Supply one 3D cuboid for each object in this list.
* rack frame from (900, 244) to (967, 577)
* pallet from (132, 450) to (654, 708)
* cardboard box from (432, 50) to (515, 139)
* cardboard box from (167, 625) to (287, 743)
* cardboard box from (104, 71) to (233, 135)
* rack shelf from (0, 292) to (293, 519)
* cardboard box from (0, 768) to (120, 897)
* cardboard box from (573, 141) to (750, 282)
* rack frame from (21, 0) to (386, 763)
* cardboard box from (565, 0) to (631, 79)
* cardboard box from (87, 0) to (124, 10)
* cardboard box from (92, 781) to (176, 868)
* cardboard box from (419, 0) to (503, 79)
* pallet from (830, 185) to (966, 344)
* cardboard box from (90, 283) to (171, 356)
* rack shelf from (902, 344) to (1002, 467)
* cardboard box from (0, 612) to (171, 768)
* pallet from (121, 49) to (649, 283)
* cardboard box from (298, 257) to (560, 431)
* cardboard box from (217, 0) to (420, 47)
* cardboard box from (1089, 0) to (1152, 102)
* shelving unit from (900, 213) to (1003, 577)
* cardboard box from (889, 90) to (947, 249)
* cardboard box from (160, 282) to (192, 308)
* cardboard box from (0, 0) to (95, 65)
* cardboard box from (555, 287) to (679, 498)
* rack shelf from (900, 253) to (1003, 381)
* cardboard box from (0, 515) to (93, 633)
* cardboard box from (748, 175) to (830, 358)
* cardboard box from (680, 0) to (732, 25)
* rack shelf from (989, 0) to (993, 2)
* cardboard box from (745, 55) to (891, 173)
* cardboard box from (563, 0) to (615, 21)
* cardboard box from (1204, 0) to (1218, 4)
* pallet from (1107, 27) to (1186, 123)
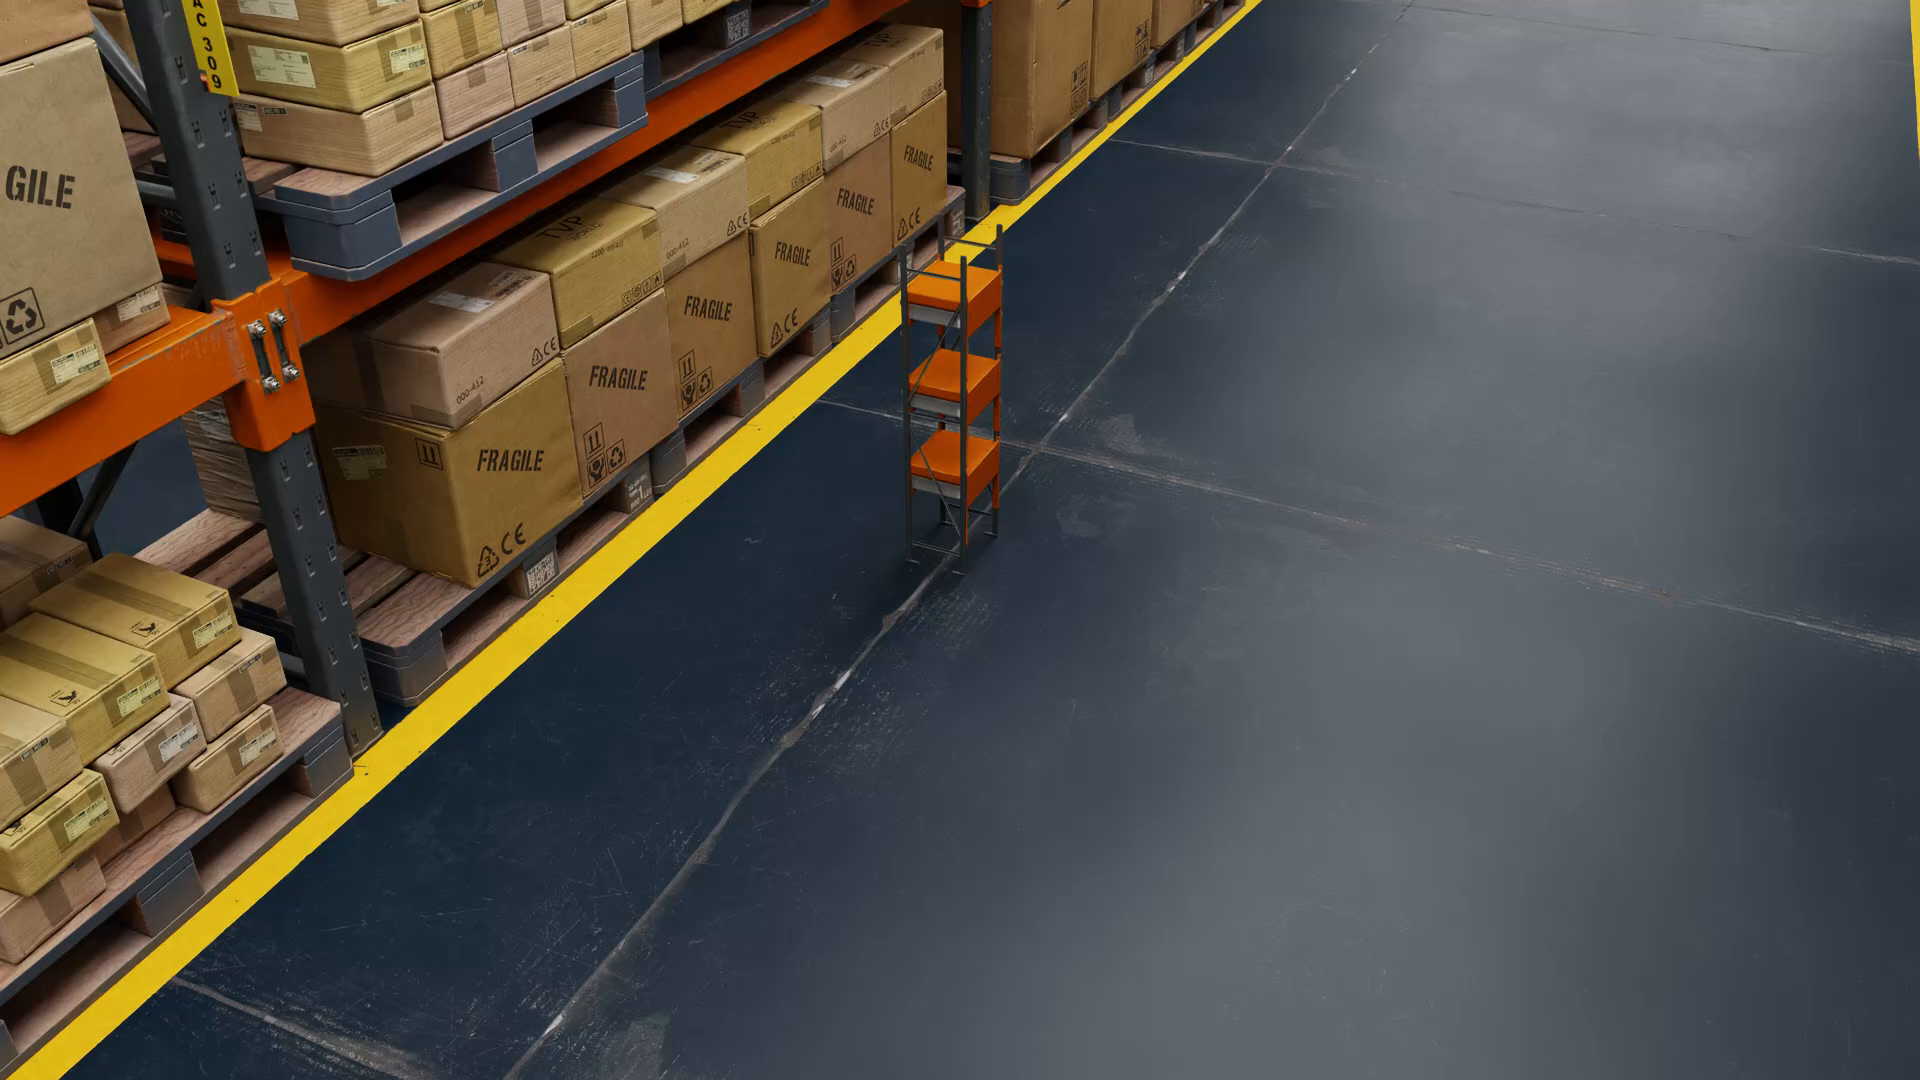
[{"bbox_3d":[-0.073,-0.352,4.829,0.200,1.050,0.008,14,36,20],"label":"rack frame"},{"bbox_3d":[-1.694,-0.036,5.112,1.003,0.211,1.213,14,36,20],"label":"pallet"},{"bbox_3d":[-1.325,-1.115,4.060,0.380,0.149,0.250,15,36,21],"label":"cardboard box"},{"bbox_3d":[-1.861,0.308,3.990,0.380,0.149,0.250,15,36,21],"label":"cardboard box"},{"bbox_3d":[-2.032,-1.128,4.080,0.380,0.149,0.250,13,36,19],"label":"cardboard box"},{"bbox_3d":[-2.855,0.483,2.434,1.077,0.370,4.000,14,36,20],"label":"rack shelf"},{"bbox_3d":[-2.059,0.583,3.571,0.380,0.149,0.250,13,35,19],"label":"cardboard box"},{"bbox_3d":[-1.031,-1.084,5.380,0.500,0.250,0.500,16,36,22],"label":"cardboard box"},{"bbox_3d":[-2.018,-0.814,3.756,1.000,3.000,0.127,14,36,20],"label":"rack frame"},{"bbox_3d":[-1.111,-1.363,4.439,0.380,0.149,0.250,15,36,21],"label":"cardboard box"},{"bbox_3d":[-2.028,-1.378,3.920,0.380,0.149,0.250,16,36,23],"label":"cardboard box"},{"bbox_3d":[-2.058,0.586,3.837,0.380,0.149,0.250,15,36,22],"label":"cardboard box"},{"bbox_3d":[-1.329,-1.229,3.964,0.380,0.149,0.250,13,36,20],"label":"cardboard box"},{"bbox_3d":[-0.673,-1.251,6.966,1.003,0.211,1.213,14,36,20],"label":"pallet"},{"bbox_3d":[-1.925,-0.513,3.526,0.380,0.149,0.250,14,36,20],"label":"cardboard box"},{"bbox_3d":[-0.022,-0.404,4.927,0.215,0.259,0.240,14,36,20],"label":"rack shelf"},{"bbox_3d":[-2.002,0.327,3.690,0.380,0.149,0.250,15,36,21],"label":"cardboard box"},{"bbox_3d":[-1.566,-1.081,4.338,1.003,0.211,1.213,14,36,20],"label":"pallet"},{"bbox_3d":[-1.469,-0.565,4.589,0.500,0.250,0.500,13,35,18],"label":"cardboard box"},{"bbox_3d":[-1.436,-1.224,3.685,0.380,0.149,0.250,16,37,23],"label":"cardboard box"},{"bbox_3d":[0.354,-2.760,8.392,1.050,0.750,0.750,15,36,21],"label":"cardboard box"},{"bbox_3d":[-0.022,-0.412,4.921,0.215,1.050,0.252,14,36,20],"label":"shelving unit"},{"bbox_3d":[-0.383,-1.549,6.773,0.500,0.500,0.500,14,36,20],"label":"cardboard box"},{"bbox_3d":[-1.936,-0.687,4.775,0.500,0.250,0.500,13,36,19],"label":"cardboard box"},{"bbox_3d":[-1.969,-1.102,2.921,0.500,0.500,0.500,13,35,19],"label":"cardboard box"},{"bbox_3d":[-1.248,-0.515,5.197,0.500,0.500,0.500,16,36,23],"label":"cardboard box"},{"bbox_3d":[-0.022,-0.641,4.772,0.215,0.259,0.240,14,36,20],"label":"rack shelf"},{"bbox_3d":[-2.351,0.078,4.070,0.380,0.149,0.250,16,36,22],"label":"cardboard box"},{"bbox_3d":[-0.810,-1.024,5.973,0.500,0.500,0.500,13,35,18],"label":"cardboard box"},{"bbox_3d":[-0.894,-1.627,4.842,0.380,0.149,0.250,14,36,20],"label":"cardboard box"},{"bbox_3d":[0.492,-3.501,8.510,1.077,0.370,4.000,14,36,20],"label":"rack shelf"},{"bbox_3d":[-0.594,-1.595,6.160,0.500,0.250,0.500,15,36,21],"label":"cardboard box"},{"bbox_3d":[-1.113,-1.487,4.358,0.380,0.149,0.250,13,35,18],"label":"cardboard box"},{"bbox_3d":[1.151,-3.703,9.831,1.050,0.750,0.750,14,36,20],"label":"cardboard box"},{"bbox_3d":[0.565,-2.621,9.054,1.003,0.211,1.213,14,36,20],"label":"pallet"}]
